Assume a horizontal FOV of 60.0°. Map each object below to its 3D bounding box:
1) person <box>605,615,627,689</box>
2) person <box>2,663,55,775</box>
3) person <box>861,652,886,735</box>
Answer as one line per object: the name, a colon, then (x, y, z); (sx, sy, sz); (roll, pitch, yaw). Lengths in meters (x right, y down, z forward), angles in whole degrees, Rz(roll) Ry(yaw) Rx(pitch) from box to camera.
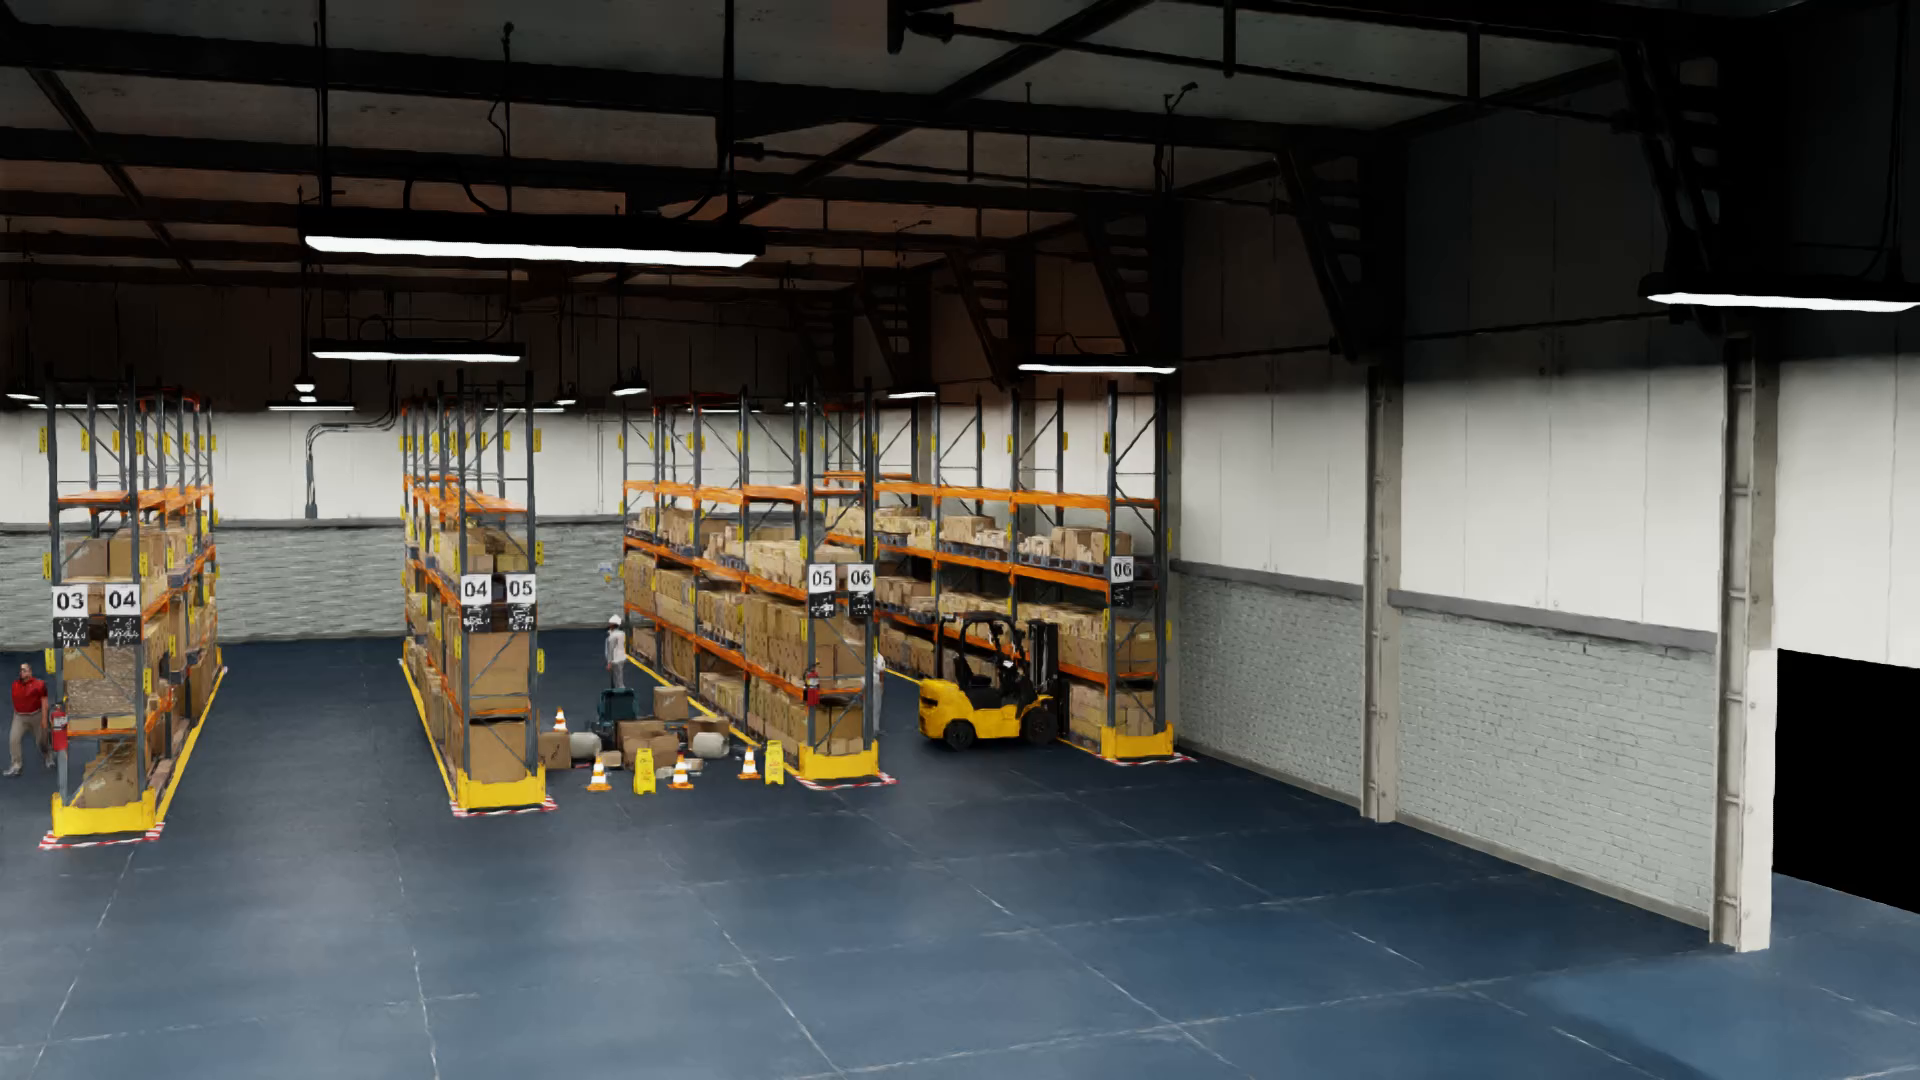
person: (-6.470, 2.283, 31.130); (0.572, 1.769, 0.618); (0, 3, 6)
person: (-14.091, 2.682, 25.221); (0.568, 1.677, 0.950); (0, 3, -5)
person: (-1.492, 2.493, 28.538); (0.530, 1.668, 0.449); (3, 4, 37)
